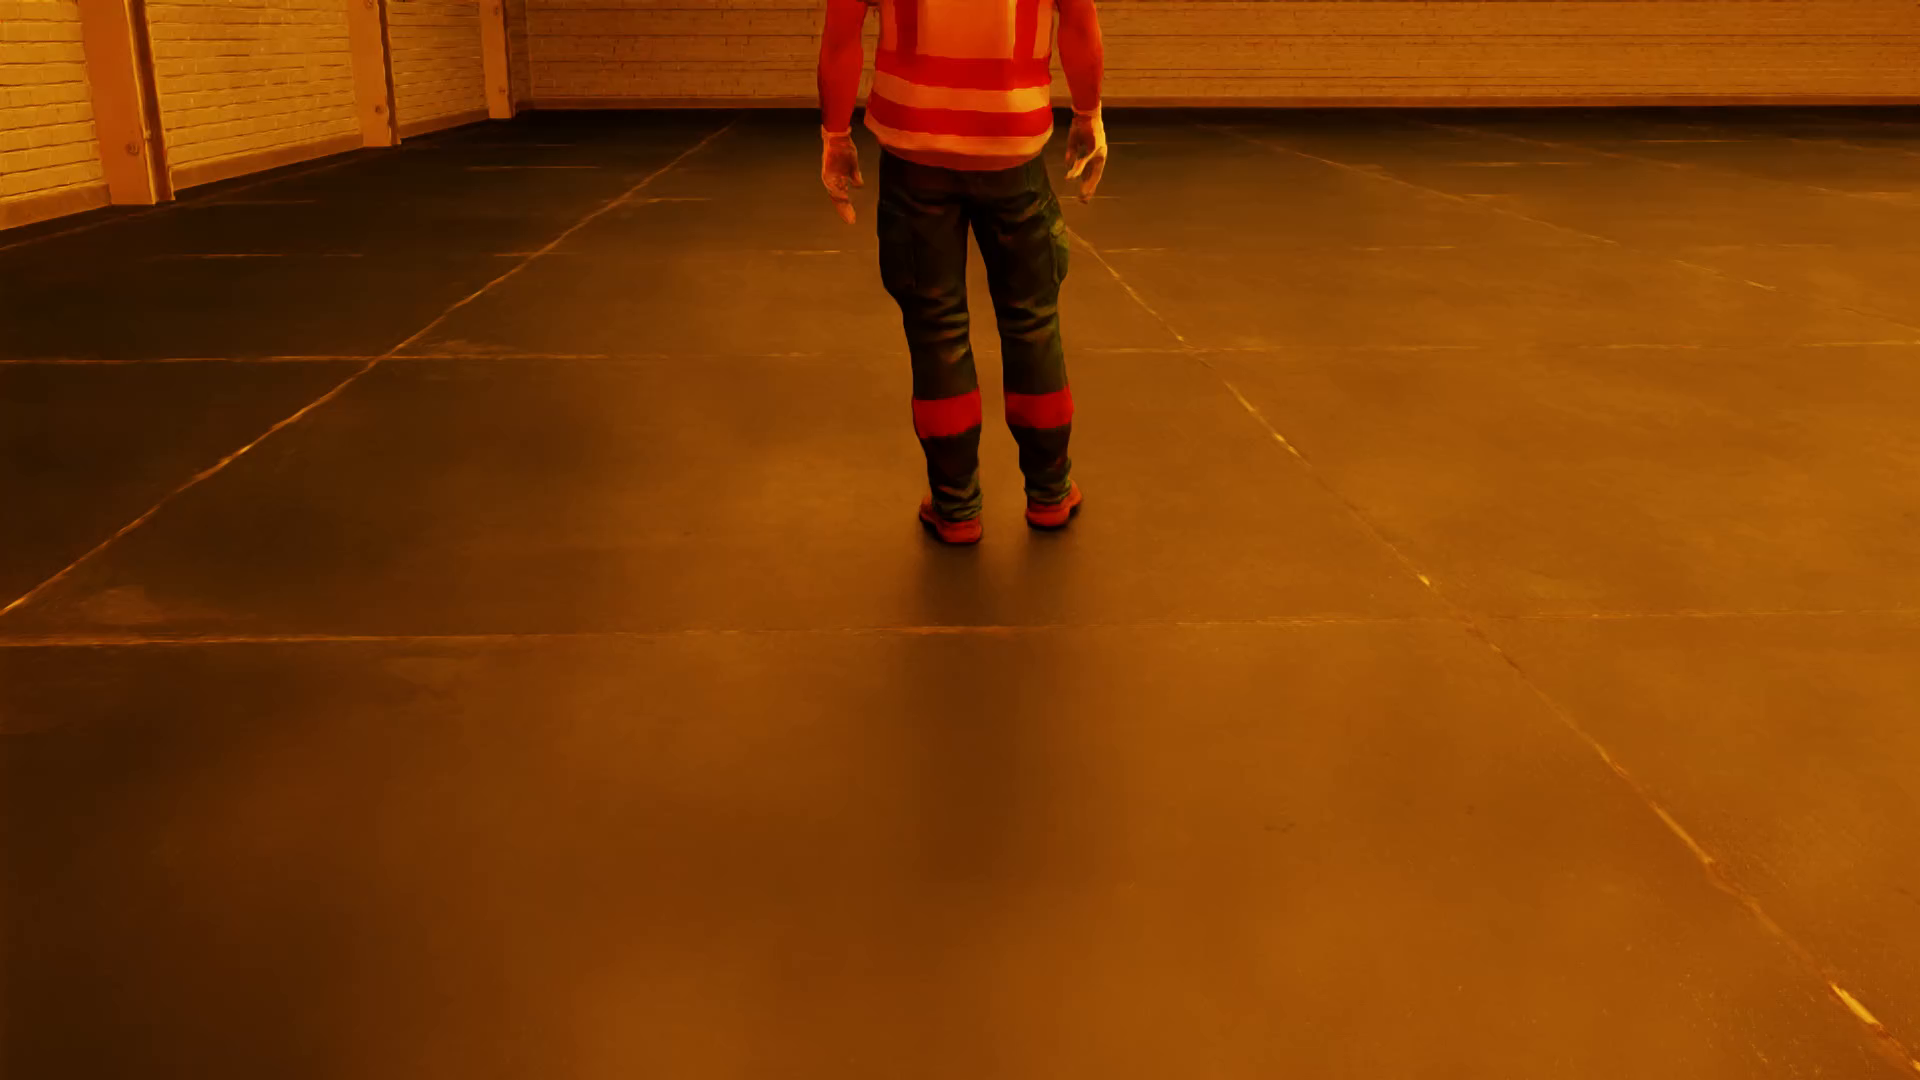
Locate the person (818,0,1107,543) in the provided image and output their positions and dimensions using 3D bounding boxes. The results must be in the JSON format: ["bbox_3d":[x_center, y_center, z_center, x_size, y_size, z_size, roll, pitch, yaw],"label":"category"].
[{"bbox_3d":[0.007,-0.886,3.732,0.637,1.787,0.563,-1,17,-3],"label":"person"}]
